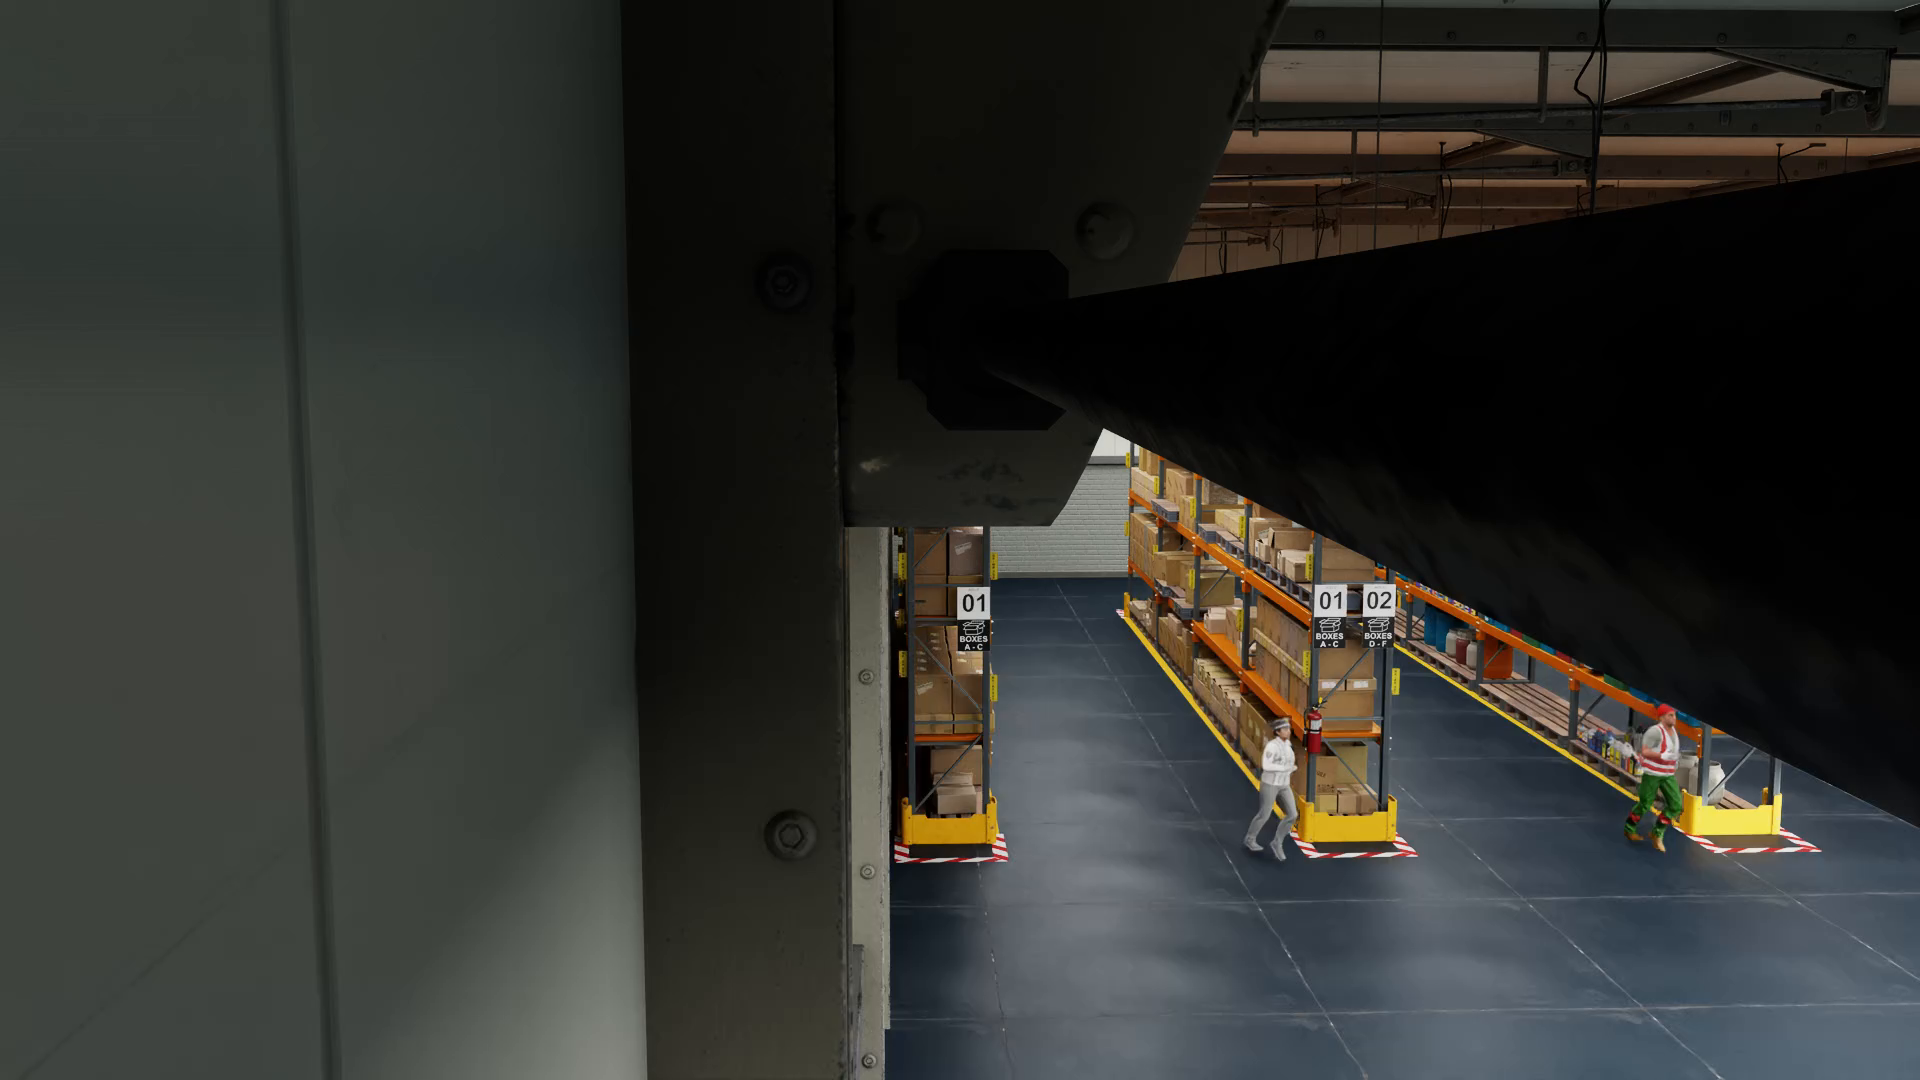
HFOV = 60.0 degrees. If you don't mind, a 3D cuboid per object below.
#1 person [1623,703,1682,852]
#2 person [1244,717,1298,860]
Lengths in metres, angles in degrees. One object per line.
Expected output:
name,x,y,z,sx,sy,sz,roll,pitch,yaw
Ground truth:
person,8.524,2.881,20.222,0.652,1.824,0.729,-3,8,-23
person,3.807,2.966,19.935,0.612,1.740,0.703,-6,9,-39
